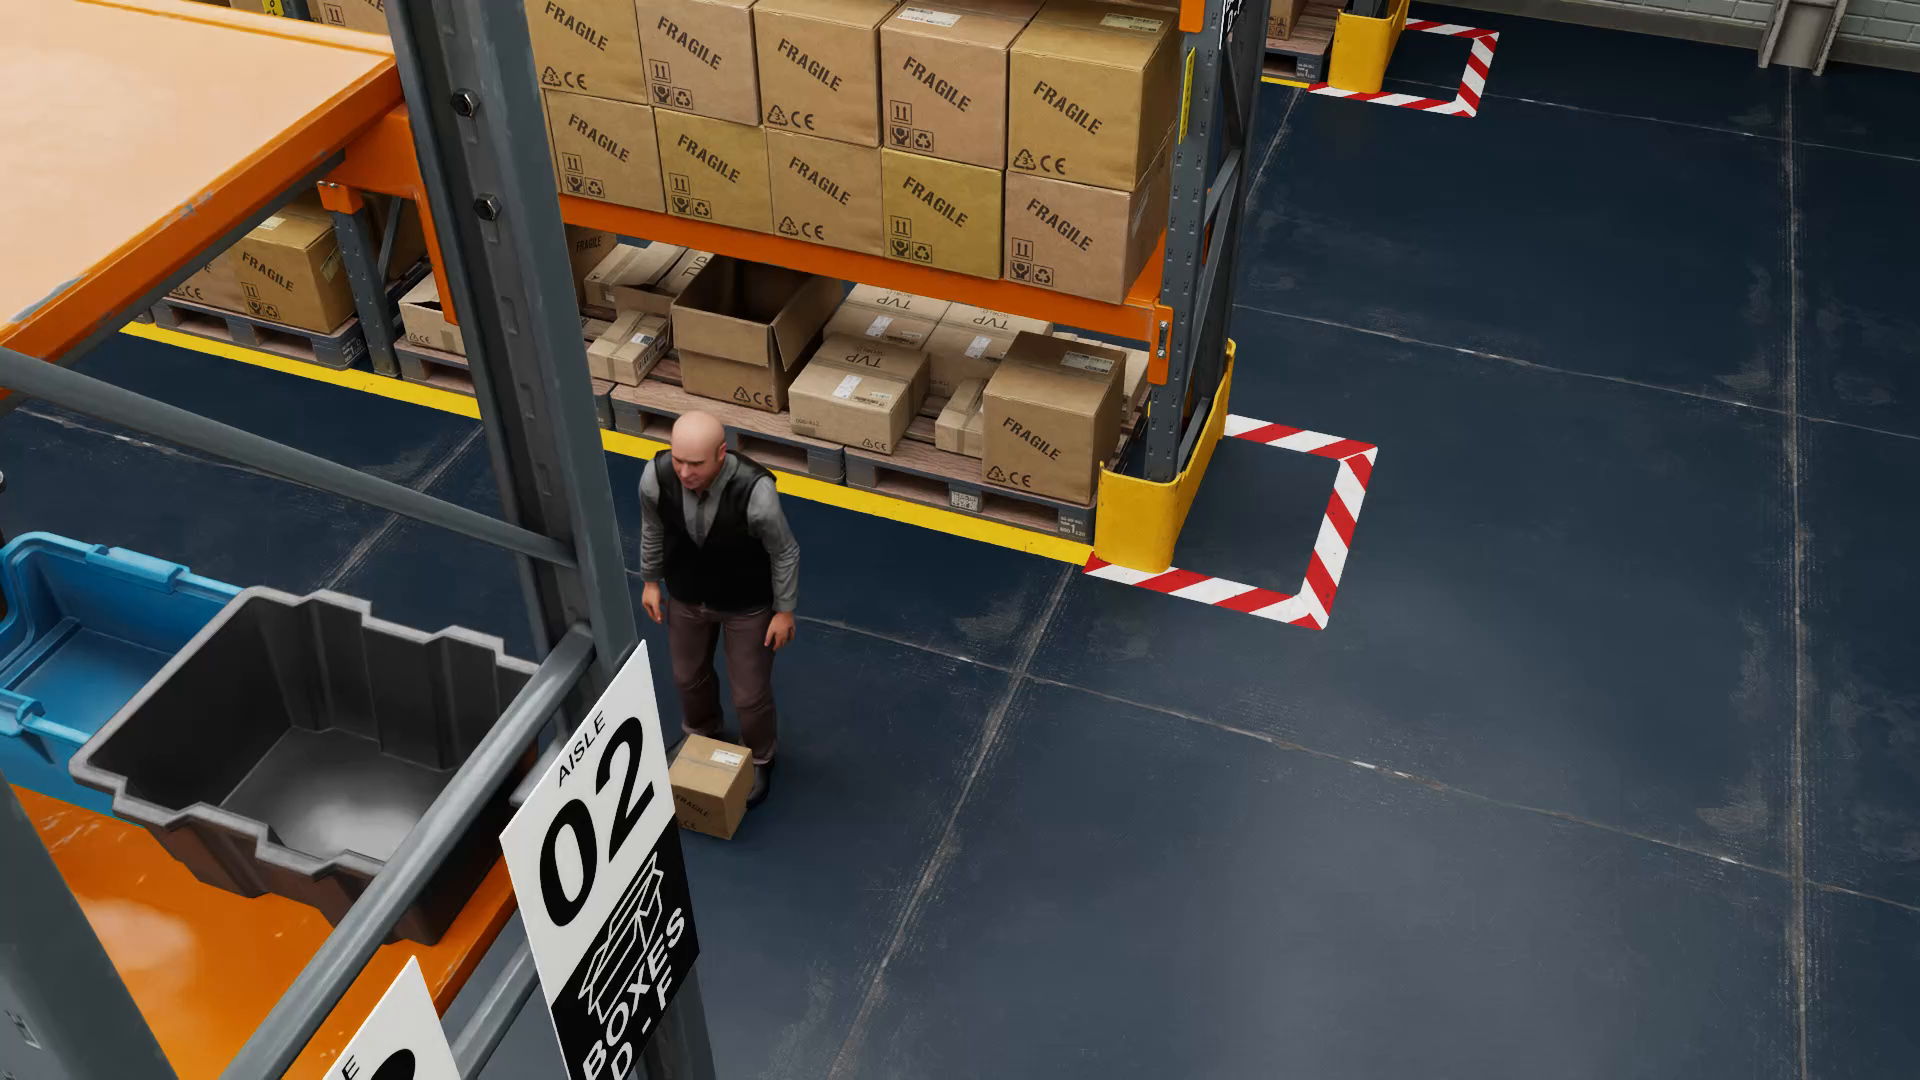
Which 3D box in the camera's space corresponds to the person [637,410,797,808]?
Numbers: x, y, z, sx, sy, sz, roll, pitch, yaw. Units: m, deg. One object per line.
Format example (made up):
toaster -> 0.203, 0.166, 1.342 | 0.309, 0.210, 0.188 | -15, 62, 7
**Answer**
person -> -0.856, 0.212, 5.935 | 0.583, 1.721, 0.461 | 13, 43, 15
